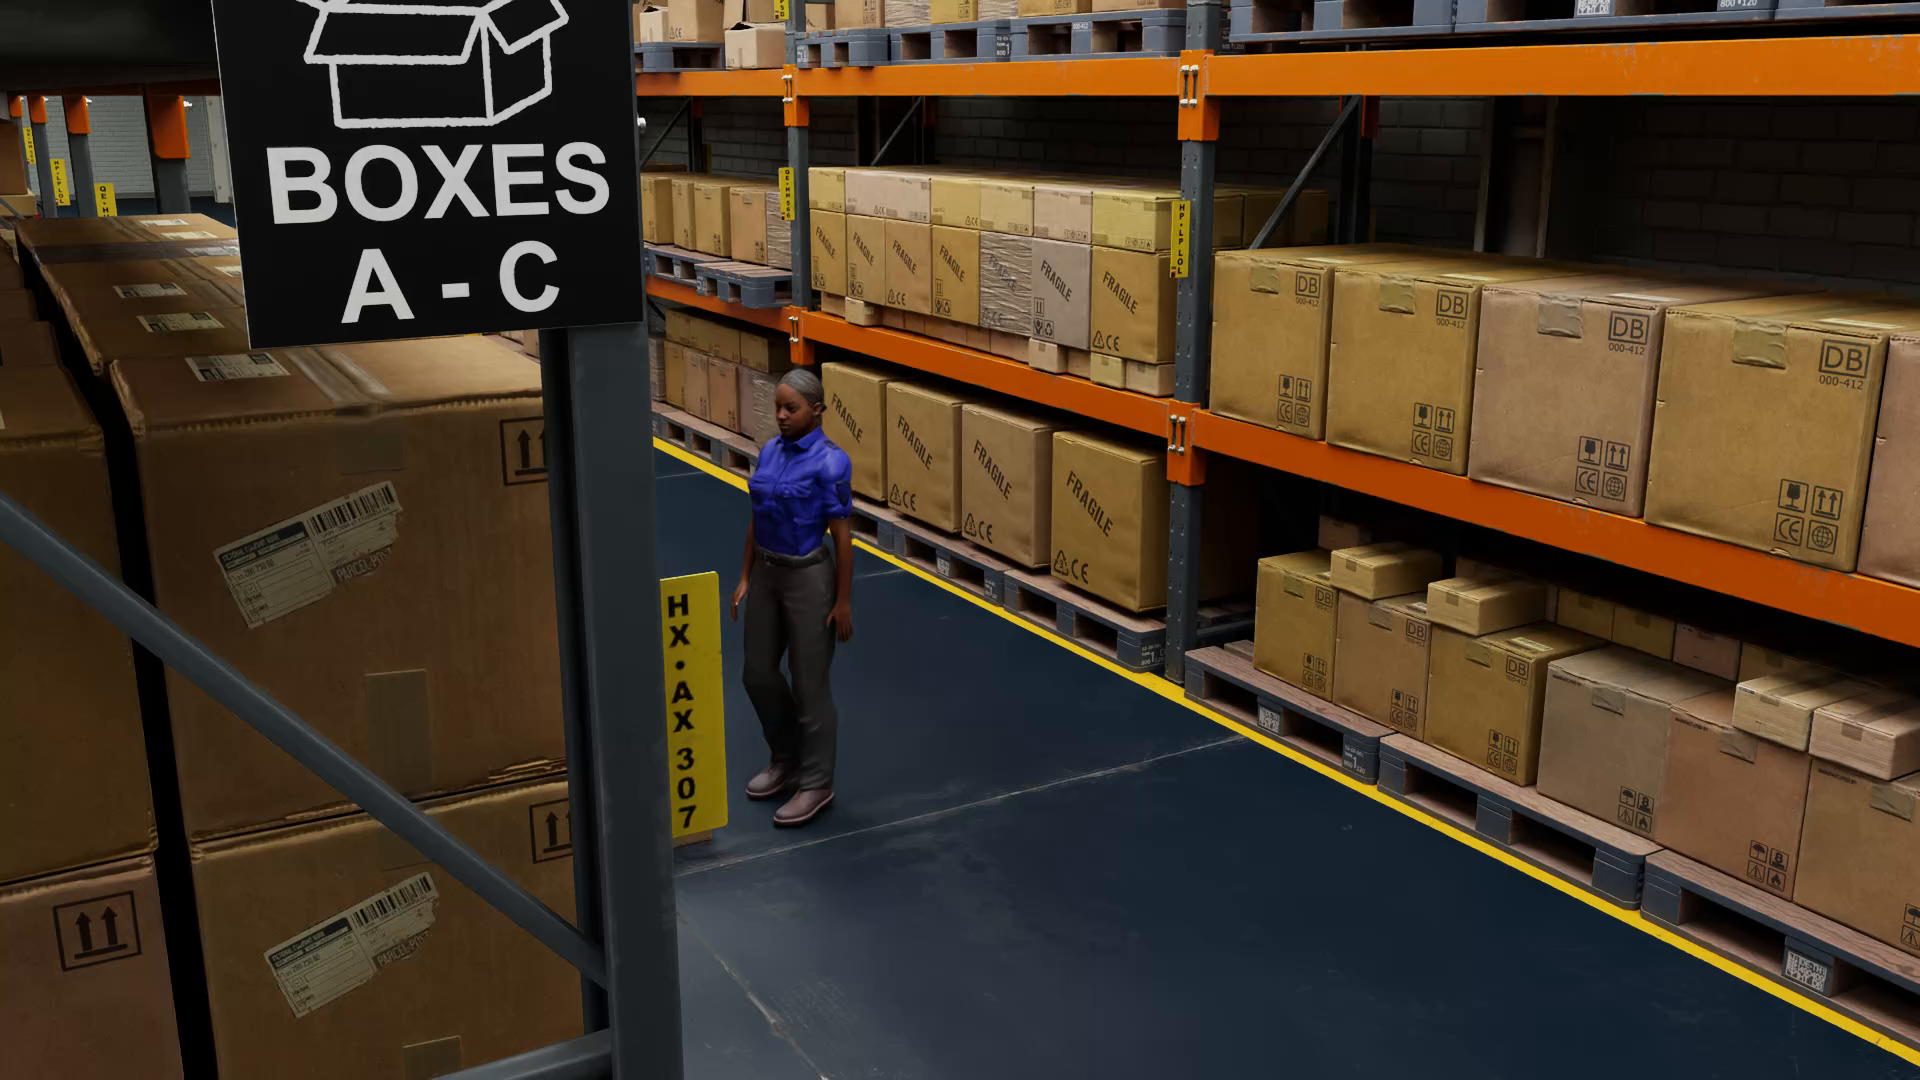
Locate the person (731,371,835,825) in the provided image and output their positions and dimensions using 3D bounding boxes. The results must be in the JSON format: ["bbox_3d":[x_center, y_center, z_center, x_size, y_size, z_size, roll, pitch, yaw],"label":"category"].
[{"bbox_3d":[-0.656,0.204,6.171,0.365,1.660,0.455,-11,18,-35],"label":"person"}]
